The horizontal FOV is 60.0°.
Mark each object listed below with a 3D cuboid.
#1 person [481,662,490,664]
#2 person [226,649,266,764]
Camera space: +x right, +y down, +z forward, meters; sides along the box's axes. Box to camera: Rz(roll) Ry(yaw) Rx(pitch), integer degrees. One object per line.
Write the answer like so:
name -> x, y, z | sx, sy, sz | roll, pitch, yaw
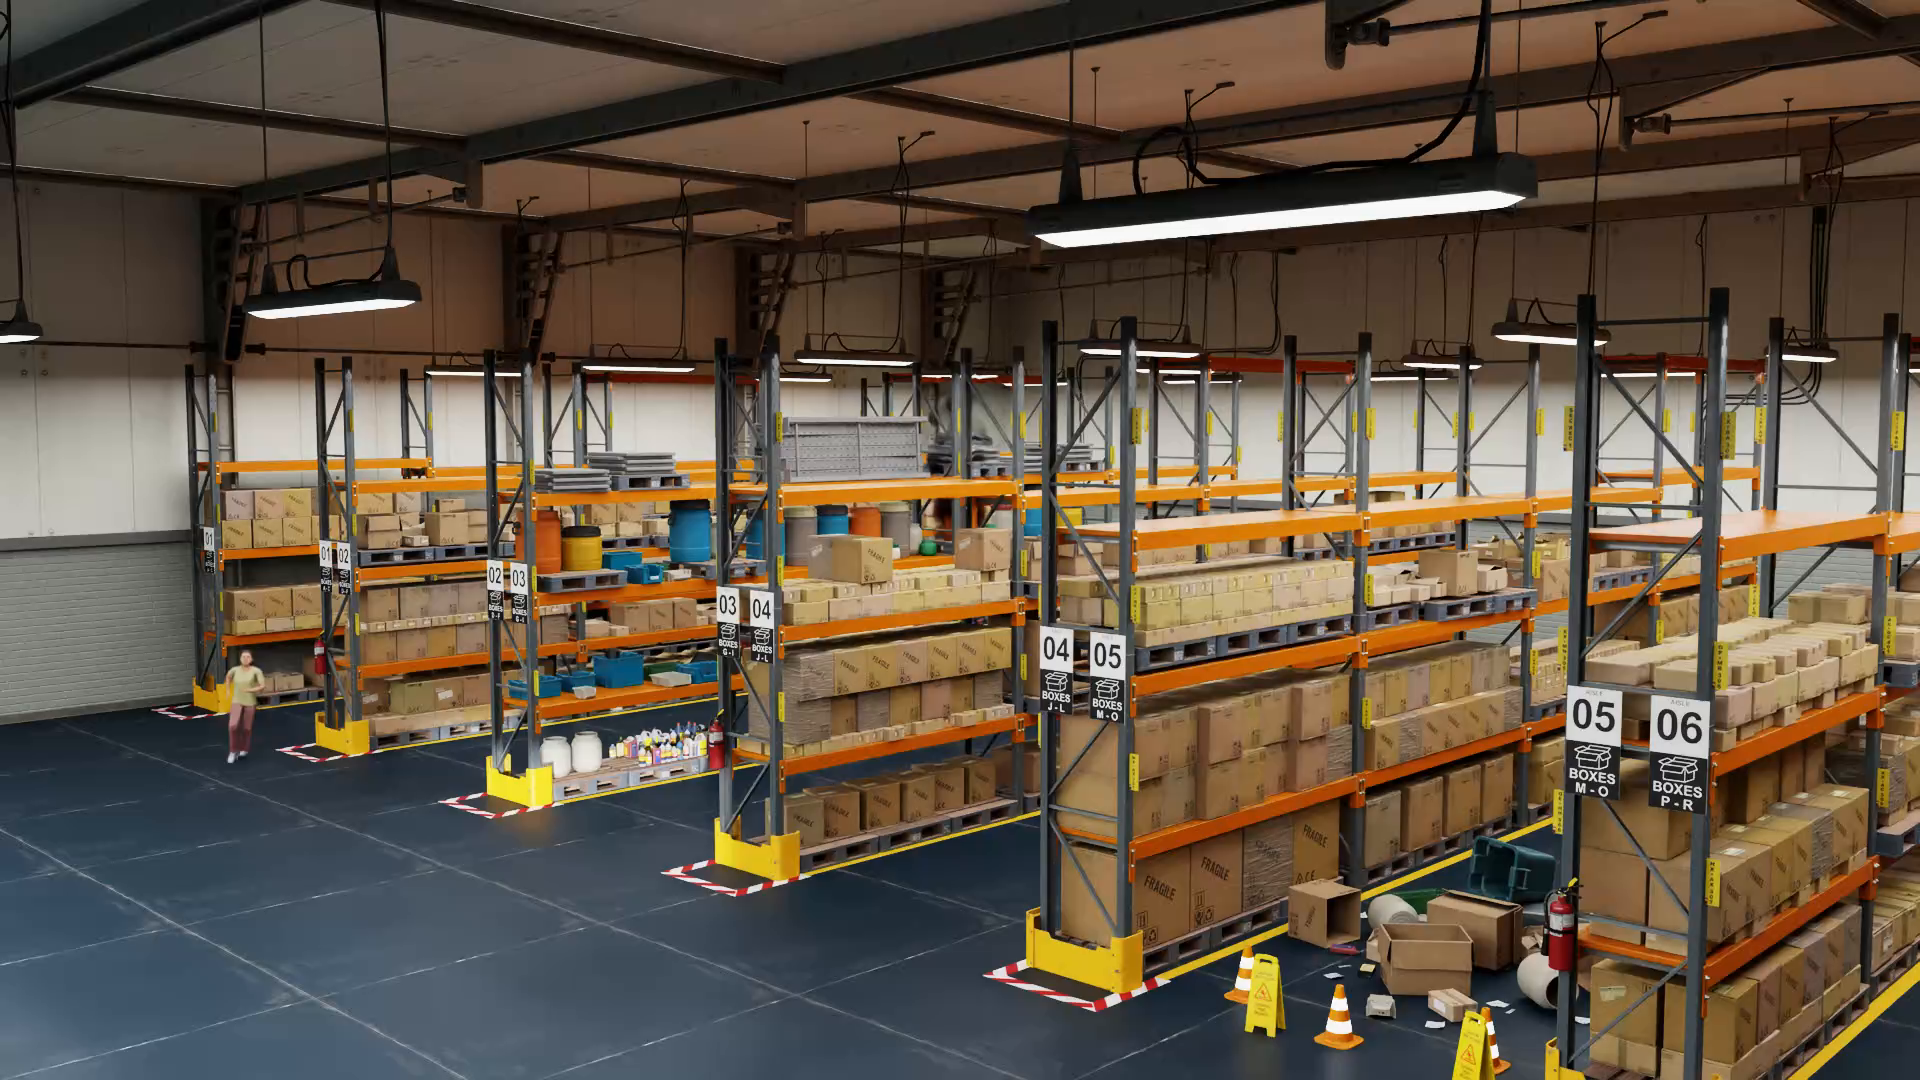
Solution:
person -> -8.333, 2.031, 29.539 | 0.663, 1.748, 0.780 | 3, 5, 31
person -> -10.586, 2.447, 24.654 | 0.568, 1.664, 0.664 | -1, 5, -18
